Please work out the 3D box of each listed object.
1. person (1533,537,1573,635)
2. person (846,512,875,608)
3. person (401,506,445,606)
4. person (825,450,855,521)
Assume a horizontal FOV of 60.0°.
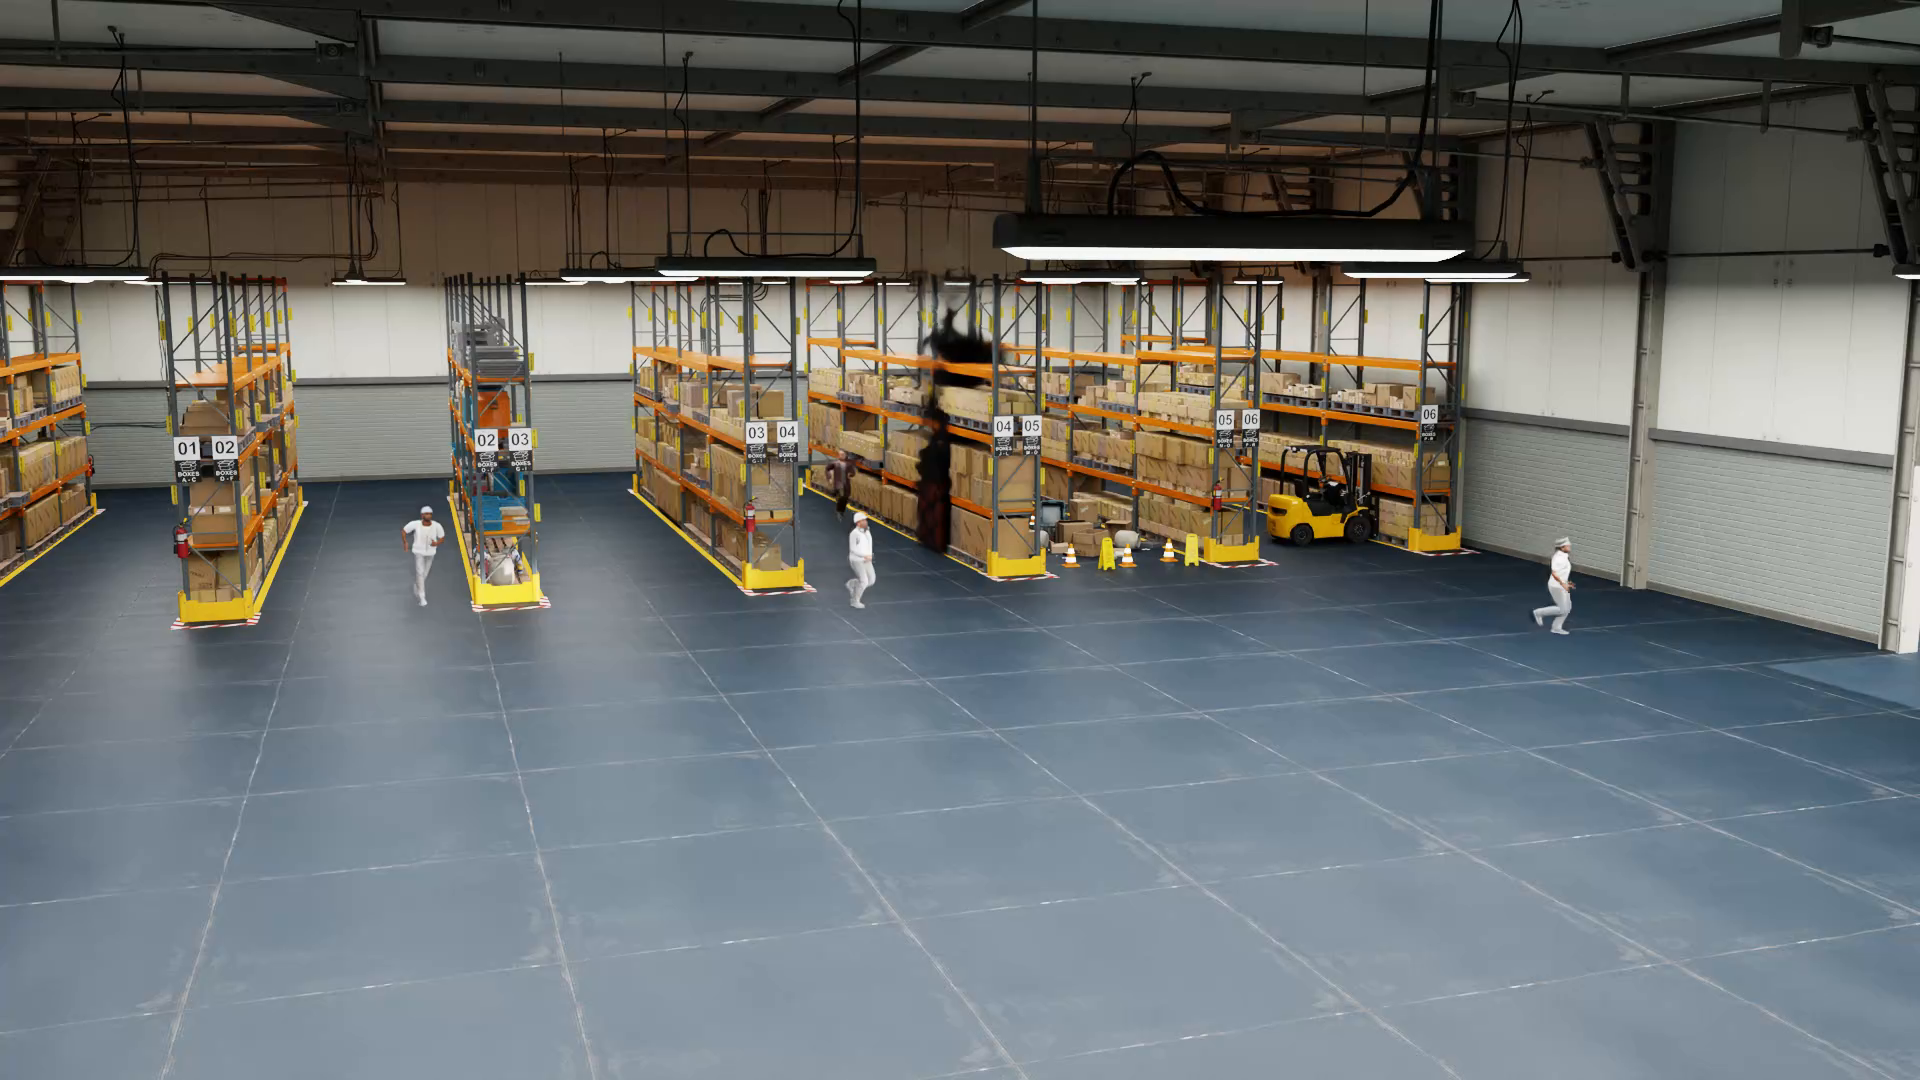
[{"bbox_3d":[9.903,0.752,27.727,0.592,1.649,0.558,4,9,25],"label":"person"},{"bbox_3d":[-1.795,0.354,30.065,0.646,1.735,0.679,4,10,27],"label":"person"},{"bbox_3d":[-9.840,0.269,30.594,0.725,1.794,0.919,-6,11,-35],"label":"person"},{"bbox_3d":[-2.897,-1.320,40.708,0.674,1.757,0.811,-4,9,-23],"label":"person"}]
